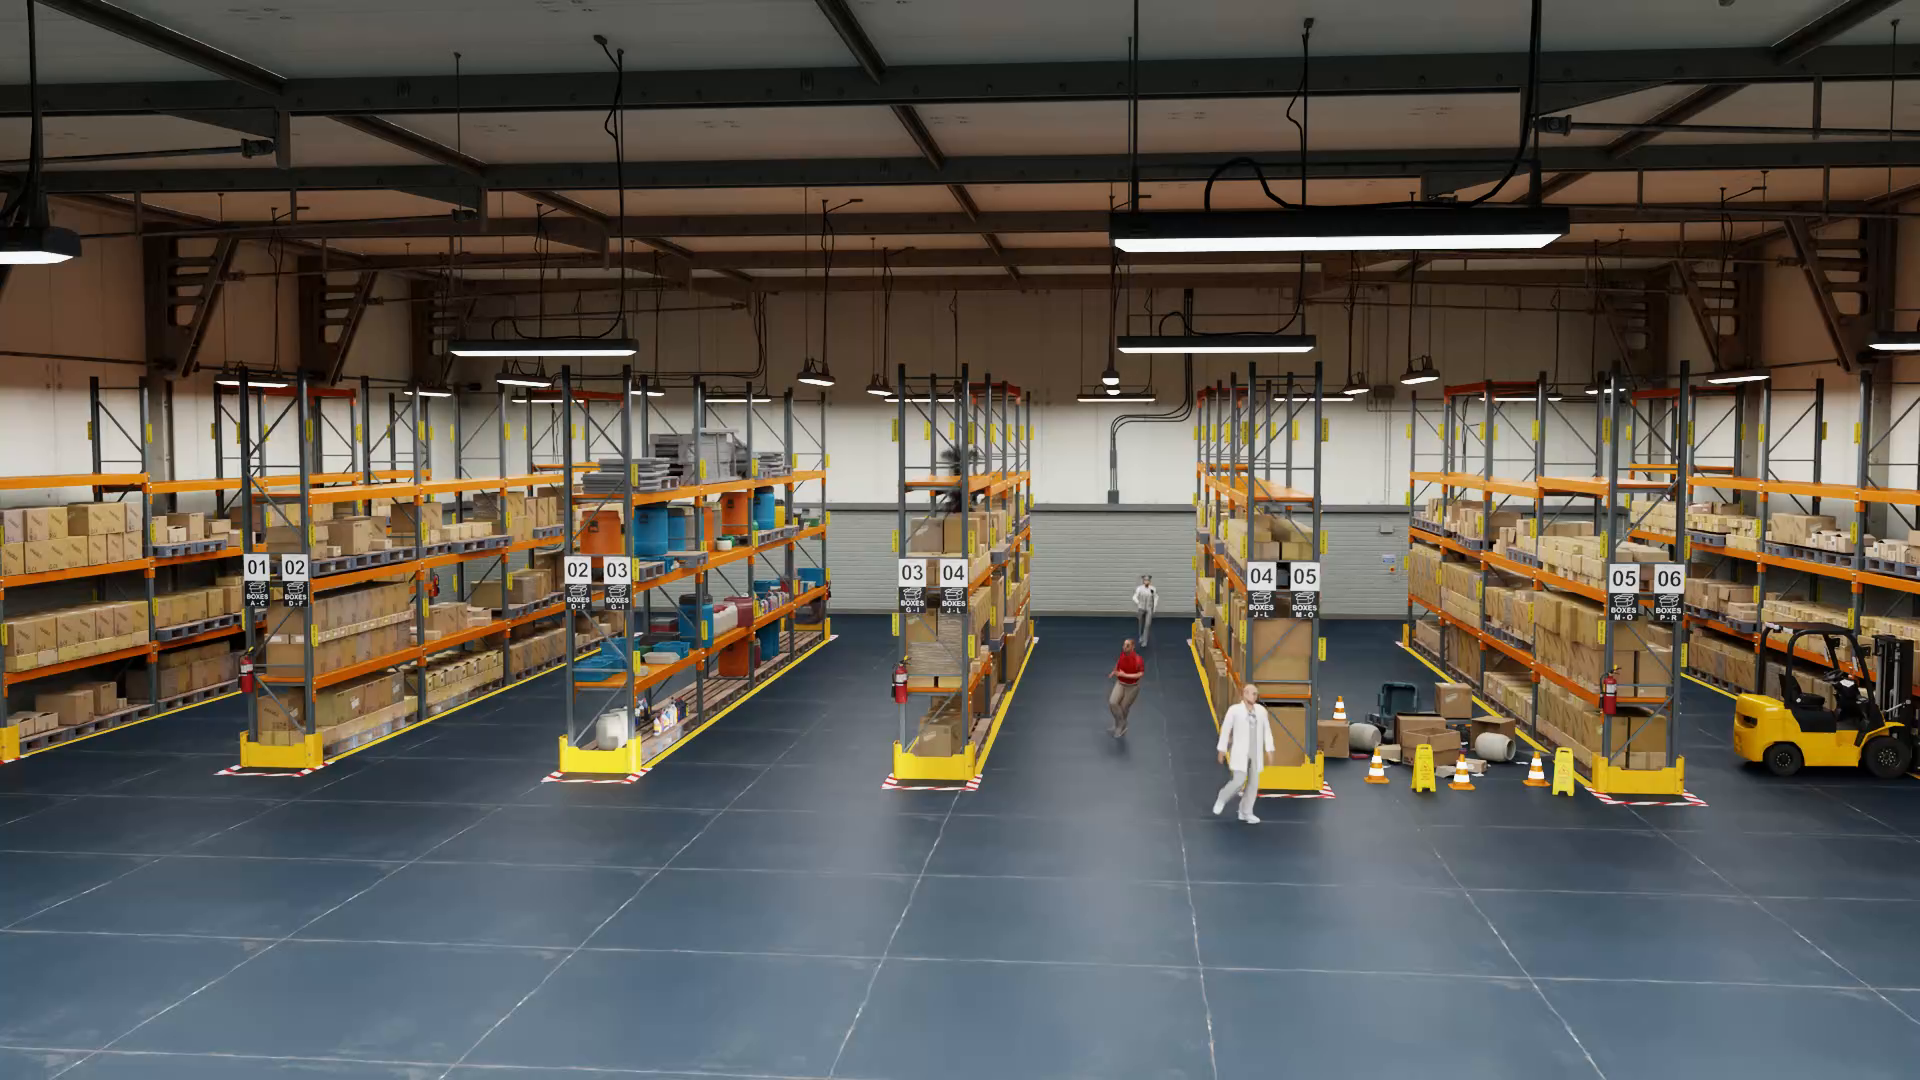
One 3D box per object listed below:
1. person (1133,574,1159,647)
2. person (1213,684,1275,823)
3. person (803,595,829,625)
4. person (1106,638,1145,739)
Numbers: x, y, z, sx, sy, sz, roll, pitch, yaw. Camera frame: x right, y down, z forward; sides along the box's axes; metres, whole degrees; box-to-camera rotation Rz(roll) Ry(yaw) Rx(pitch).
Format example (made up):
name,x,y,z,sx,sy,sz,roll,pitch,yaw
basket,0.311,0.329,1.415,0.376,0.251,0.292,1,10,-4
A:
name,x,y,z,sx,sy,sz,roll,pitch,yaw
person,4.334,1.625,38.860,0.596,1.664,0.973,1,4,10
person,3.633,2.737,21.408,0.697,1.767,0.635,-1,4,-20
person,-3.637,1.524,41.535,0.621,1.627,0.694,1,4,14
person,2.709,2.415,27.340,0.794,1.641,0.713,2,4,30
